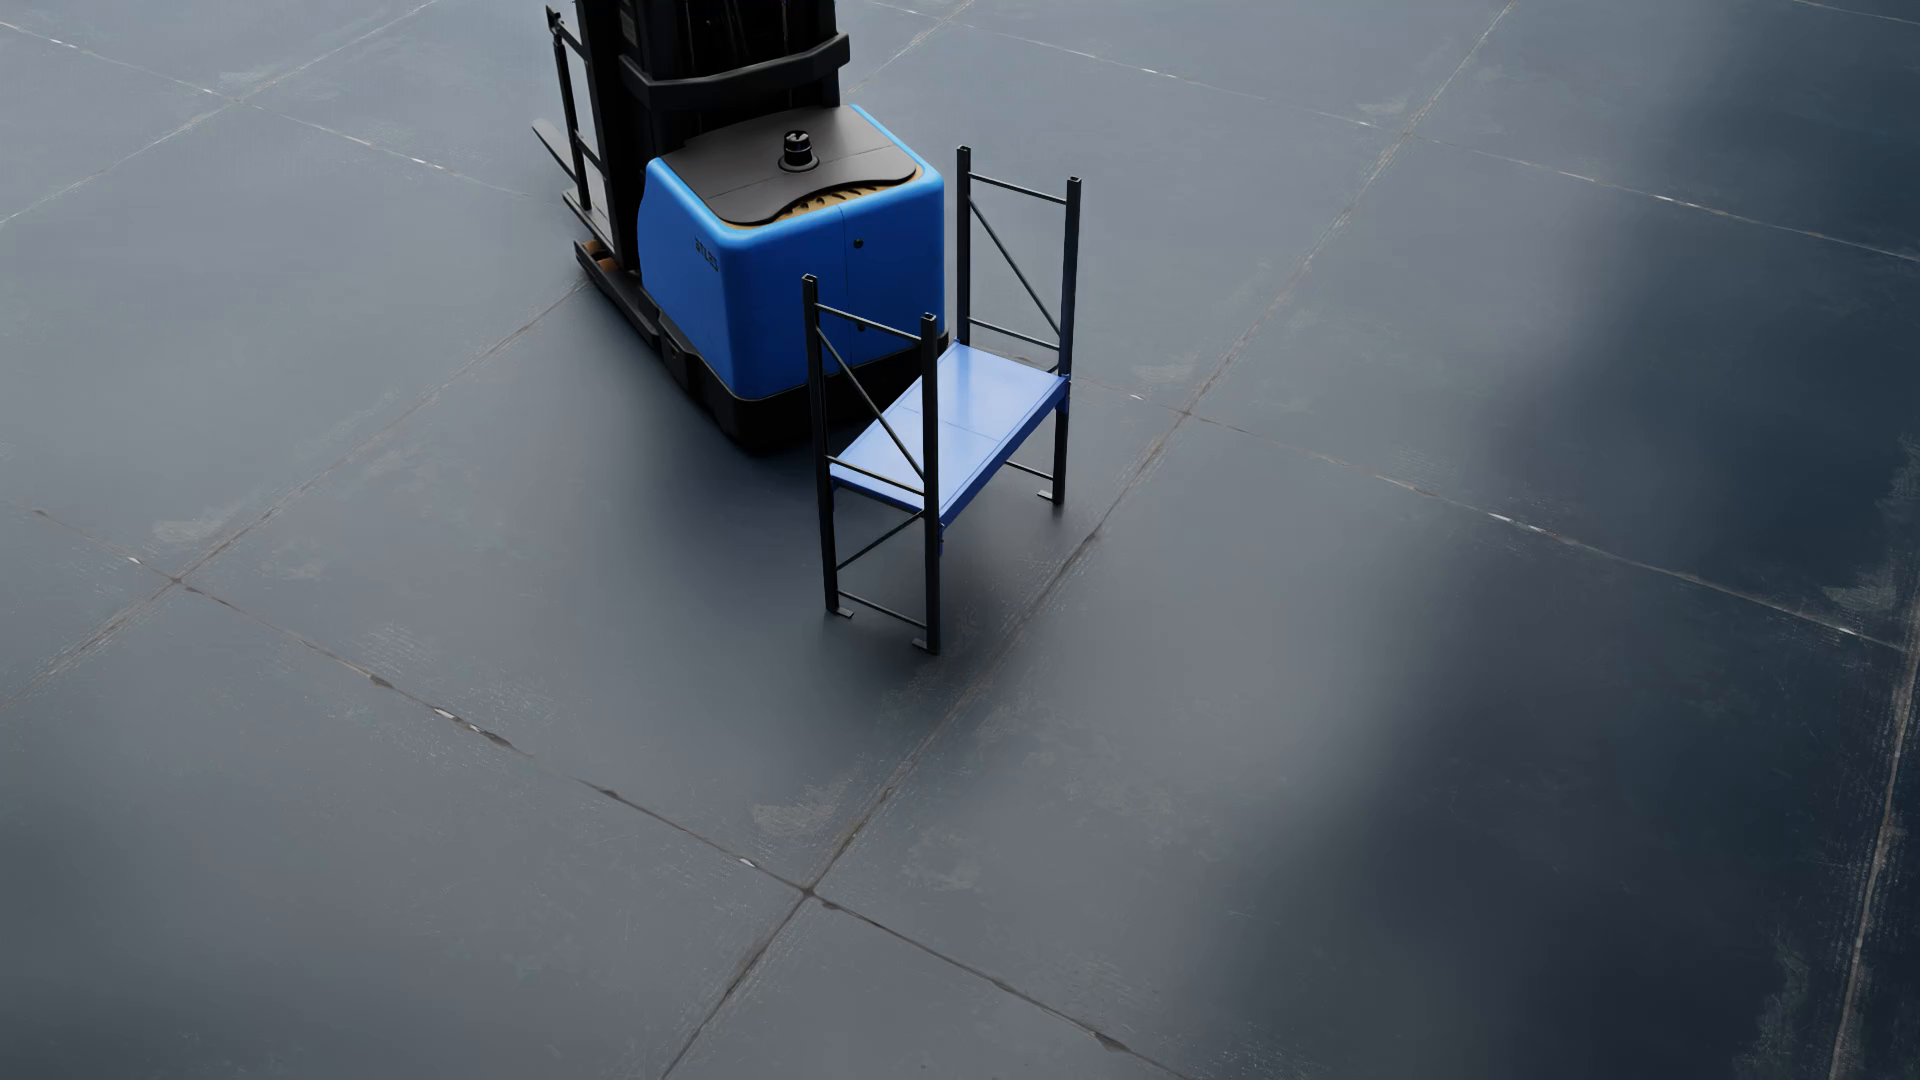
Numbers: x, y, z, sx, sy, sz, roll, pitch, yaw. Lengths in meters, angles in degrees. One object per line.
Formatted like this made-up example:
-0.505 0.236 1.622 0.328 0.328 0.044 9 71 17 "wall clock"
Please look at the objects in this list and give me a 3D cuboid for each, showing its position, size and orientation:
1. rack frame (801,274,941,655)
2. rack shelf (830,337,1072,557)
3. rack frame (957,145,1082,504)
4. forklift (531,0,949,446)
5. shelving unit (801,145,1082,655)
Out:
-0.297 -0.223 5.869 0.500 1.500 0.032 21 45 22 "rack frame"
-0.043 -0.379 6.318 0.538 0.185 1.000 21 45 22 "rack shelf"
0.212 -0.805 6.529 0.500 1.500 0.032 21 45 22 "rack frame"
-1.244 -2.454 7.319 1.130 2.935 3.031 -22 46 -23 "forklift"
-0.043 -0.514 6.199 0.538 1.500 1.048 21 45 22 "shelving unit"
